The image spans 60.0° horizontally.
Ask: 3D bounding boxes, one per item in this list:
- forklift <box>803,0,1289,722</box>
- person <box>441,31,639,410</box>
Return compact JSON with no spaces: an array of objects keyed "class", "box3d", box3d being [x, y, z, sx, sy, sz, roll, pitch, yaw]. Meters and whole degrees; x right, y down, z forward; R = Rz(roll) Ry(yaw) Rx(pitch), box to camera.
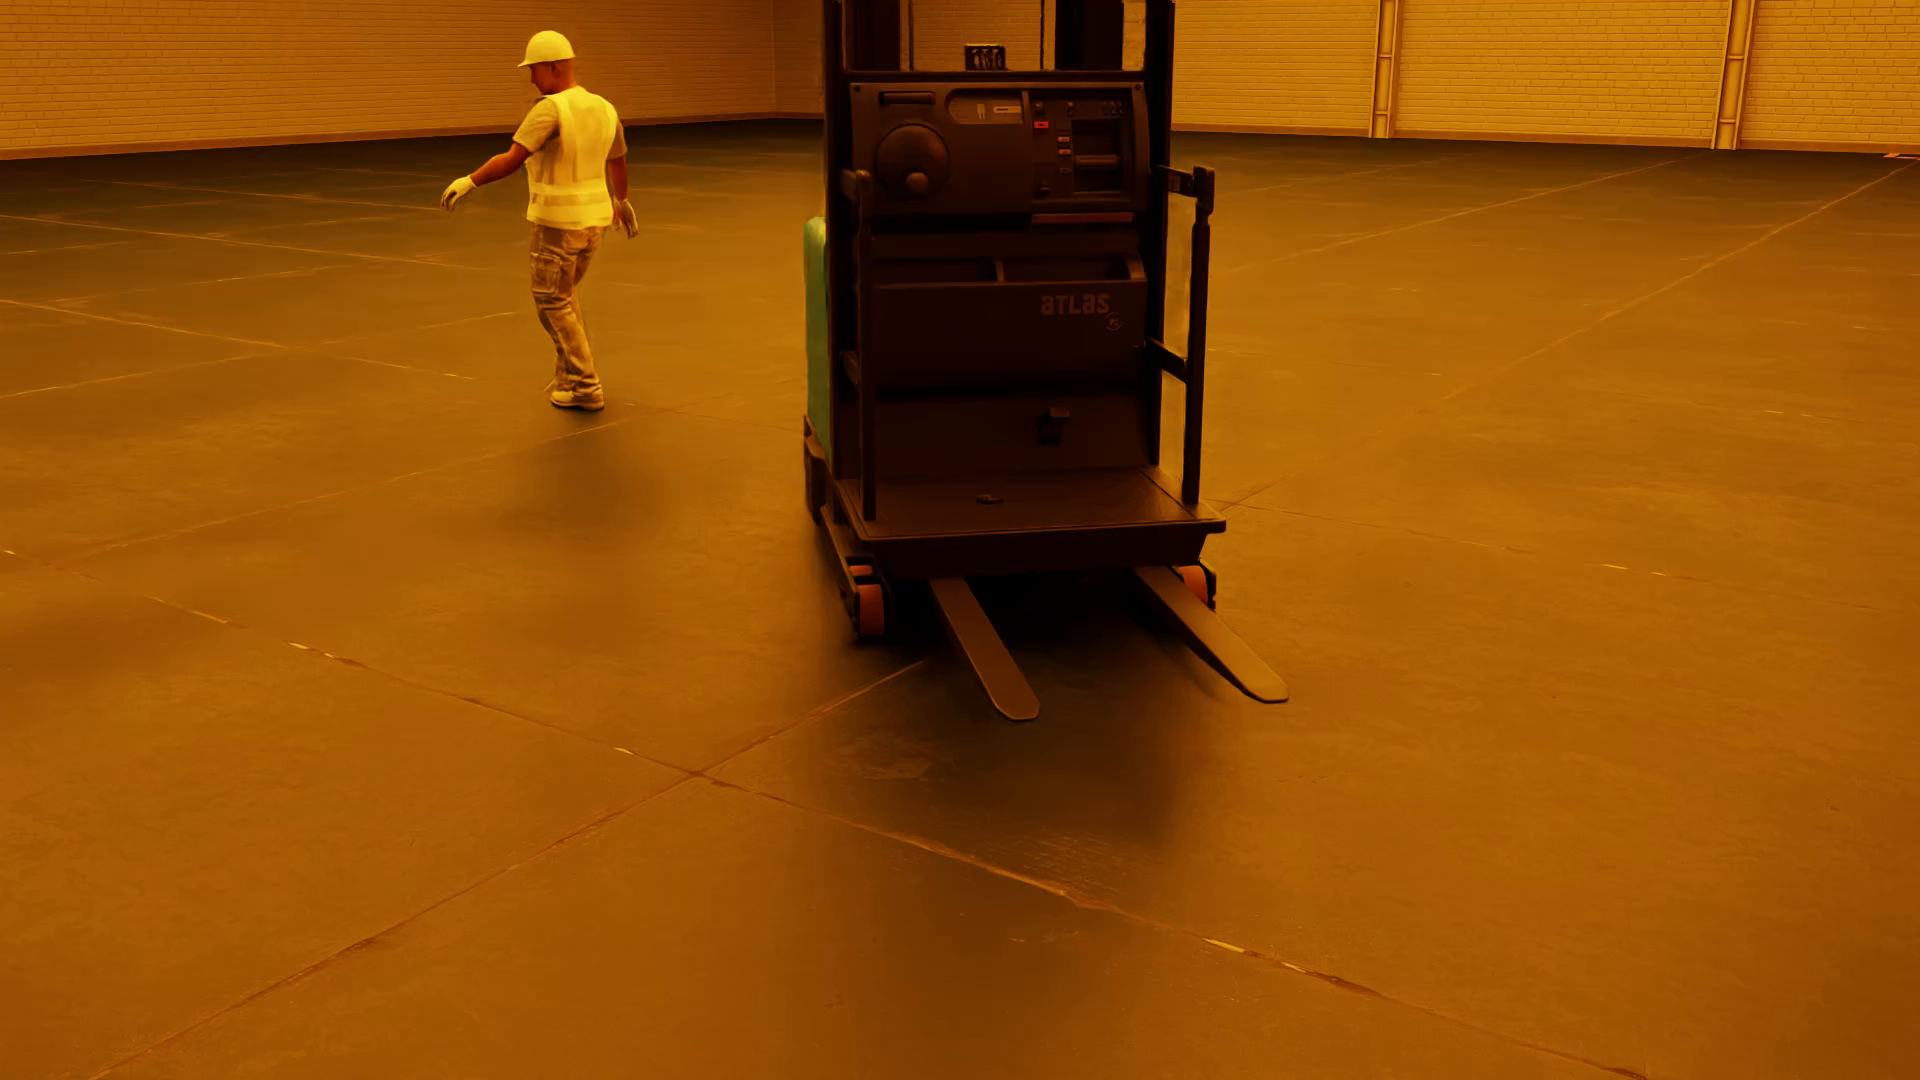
[{"class":"forklift","box3d":[0.167,-1.223,4.924,1.130,2.935,3.031,-3,17,-10]},{"class":"person","box3d":[-1.955,-1.508,8.013,0.580,1.806,1.026,9,19,26]}]
